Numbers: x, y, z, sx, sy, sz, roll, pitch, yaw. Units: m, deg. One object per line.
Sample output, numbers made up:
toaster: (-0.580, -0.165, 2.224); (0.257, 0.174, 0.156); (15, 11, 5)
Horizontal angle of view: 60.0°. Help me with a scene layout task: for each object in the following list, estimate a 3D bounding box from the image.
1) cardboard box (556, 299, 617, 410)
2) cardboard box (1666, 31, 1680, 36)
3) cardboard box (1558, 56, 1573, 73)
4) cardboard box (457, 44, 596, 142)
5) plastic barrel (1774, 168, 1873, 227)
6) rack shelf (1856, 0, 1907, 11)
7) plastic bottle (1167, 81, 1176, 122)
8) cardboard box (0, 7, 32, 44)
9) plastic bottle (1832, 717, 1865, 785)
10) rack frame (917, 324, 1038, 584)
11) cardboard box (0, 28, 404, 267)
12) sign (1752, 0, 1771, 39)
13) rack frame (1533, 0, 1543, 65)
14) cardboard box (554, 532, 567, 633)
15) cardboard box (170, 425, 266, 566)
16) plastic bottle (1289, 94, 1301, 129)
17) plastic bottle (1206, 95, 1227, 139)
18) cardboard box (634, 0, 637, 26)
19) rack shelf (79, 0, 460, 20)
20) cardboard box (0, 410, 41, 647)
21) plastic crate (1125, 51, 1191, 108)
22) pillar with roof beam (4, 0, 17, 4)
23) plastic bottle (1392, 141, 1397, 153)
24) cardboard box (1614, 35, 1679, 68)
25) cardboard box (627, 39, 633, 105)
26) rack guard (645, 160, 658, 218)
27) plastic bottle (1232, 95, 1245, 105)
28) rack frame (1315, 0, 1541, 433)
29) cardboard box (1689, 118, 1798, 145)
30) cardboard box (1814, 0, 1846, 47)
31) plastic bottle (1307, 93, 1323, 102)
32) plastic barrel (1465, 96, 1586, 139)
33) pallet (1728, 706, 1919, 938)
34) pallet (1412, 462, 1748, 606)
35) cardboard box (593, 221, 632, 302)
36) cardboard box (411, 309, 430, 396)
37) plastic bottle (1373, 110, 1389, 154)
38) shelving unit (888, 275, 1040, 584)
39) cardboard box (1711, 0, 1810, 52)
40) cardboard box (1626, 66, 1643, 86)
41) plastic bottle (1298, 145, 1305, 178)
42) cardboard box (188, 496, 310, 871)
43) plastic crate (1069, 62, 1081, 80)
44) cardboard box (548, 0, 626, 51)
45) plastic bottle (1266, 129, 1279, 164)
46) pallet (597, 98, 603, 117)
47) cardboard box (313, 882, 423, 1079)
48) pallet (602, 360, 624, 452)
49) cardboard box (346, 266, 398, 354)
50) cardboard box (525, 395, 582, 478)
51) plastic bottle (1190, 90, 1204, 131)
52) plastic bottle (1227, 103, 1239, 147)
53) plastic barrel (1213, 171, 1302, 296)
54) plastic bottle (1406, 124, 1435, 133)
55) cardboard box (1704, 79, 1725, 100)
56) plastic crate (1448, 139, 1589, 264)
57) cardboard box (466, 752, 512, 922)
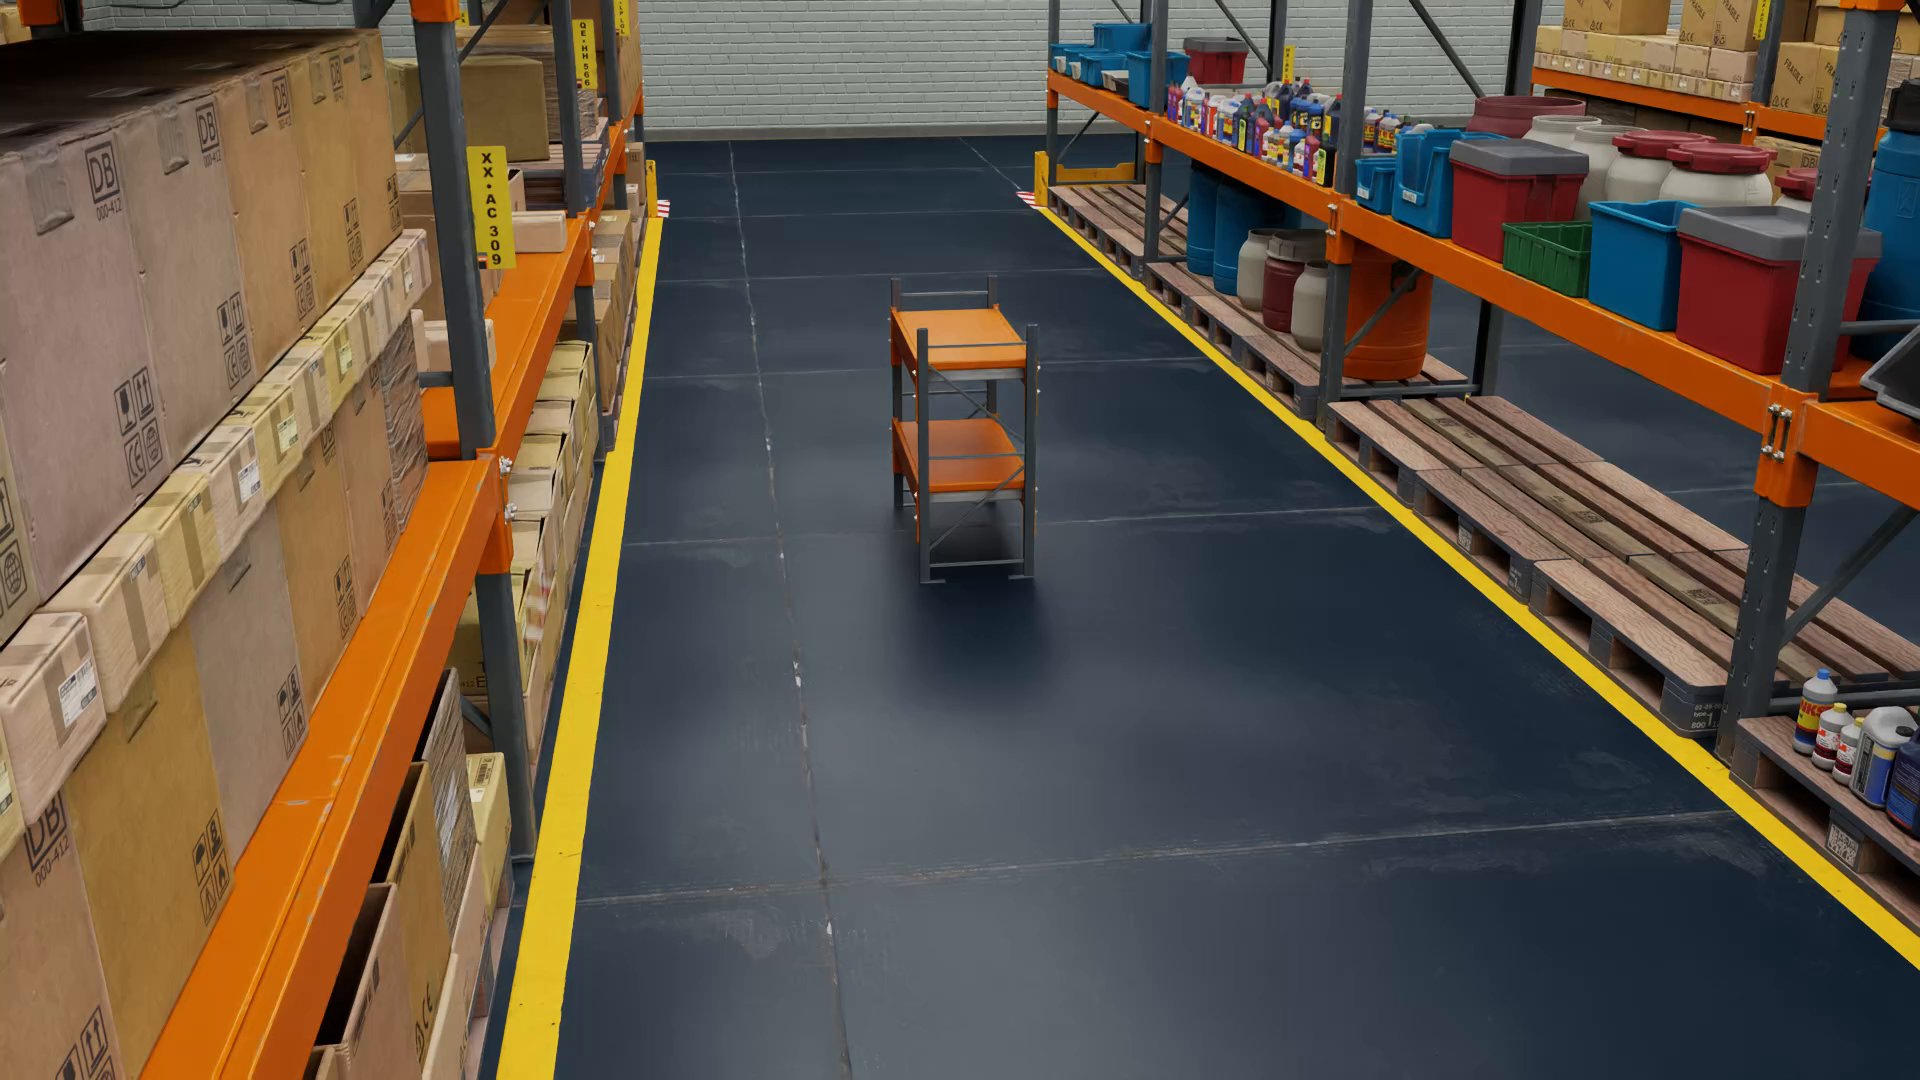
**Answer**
cardboard box: (-2.165, -1.011, 9.079); (0.500, 0.500, 0.500); (-2, 21, -5)
cardboard box: (6.747, -4.635, 15.627); (0.500, 0.250, 0.500); (-4, 21, -10)
cardboard box: (6.069, -4.637, 16.203); (0.380, 0.149, 0.250); (-3, 21, -9)
cardboard box: (-2.527, -2.586, 9.609); (0.700, 0.500, 0.500); (1, 20, 2)
plastic barrel: (3.176, -1.073, 6.108); (0.433, 0.535, 0.433); (0, 20, 0)
rack shelf: (3.385, -1.043, 2.962); (1.077, 0.370, 4.000); (-3, 21, -8)
plastic bottle: (1.574, -3.234, 12.254); (0.061, 0.283, 0.133); (-3, 21, -8)
cardboard box: (-8.237, -4.035, 13.805); (0.980, 0.700, 0.700); (-3, 21, -8)
plastic bottle: (2.738, 0.641, 5.085); (0.097, 0.201, 0.097); (0, 20, 0)
rack frame: (0.072, -0.353, 7.054); (0.500, 1.125, 0.032); (-3, 21, -8)
cardboard box: (-1.735, -0.920, 3.895); (0.700, 0.500, 0.500); (-3, 21, -7)
sign: (6.296, -4.101, 13.058); (0.100, 0.325, 0.005); (-3, 21, -8)
rack frame: (6.268, -5.072, 17.008); (1.000, 3.000, 0.127); (-3, 21, -8)
cardboard box: (-1.768, 0.164, 6.319); (0.500, 0.250, 0.500); (-4, 21, -9)
cardboard box: (-1.293, -0.063, 2.529); (0.380, 0.149, 0.250); (-3, 21, -7)
plastic bottle: (2.325, -2.943, 11.492); (0.097, 0.271, 0.097); (0, 20, 0)
plastic bottle: (1.767, -2.879, 11.314); (0.152, 0.276, 0.135); (-3, 21, -8)
cardboard box: (-3.125, -4.773, 14.638); (0.500, 0.500, 0.500); (-2, 21, -6)
rack shelf: (-2.093, -2.179, 6.005); (1.077, 0.370, 4.000); (-3, 21, -8)
cardboard box: (-1.372, -0.051, 1.568); (0.700, 0.500, 0.500); (-3, 21, -9)
plastic crate: (1.539, -3.602, 13.010); (0.392, 0.384, 0.575); (-3, 21, -8)
pillar with roof beam: (-5.422, -8.241, 16.919); (9.100, 9.000, 0.400); (-3, 21, -8)
plastic bottle: (2.590, -2.273, 9.798); (0.097, 0.201, 0.097); (0, 20, 0)
cardboard box: (6.301, -4.427, 15.071); (0.500, 0.250, 0.500); (-3, 21, -9)
cardboard box: (-2.909, -3.776, 13.396); (0.500, 0.500, 0.500); (-3, 21, -8)
rack guard: (-3.524, -3.376, 16.041); (1.175, 0.500, 0.348); (-3, 21, -8)
plastic bottle: (1.917, -2.886, 11.335); (0.152, 0.276, 0.135); (-3, 21, -8)
rack frame: (2.520, -2.052, 8.923); (1.000, 3.000, 0.127); (-3, 21, -8)
cardboard box: (6.829, -3.121, 14.221); (0.875, 0.875, 0.875); (-3, 21, -8)
cardboard box: (6.945, -3.983, 12.516); (0.797, 0.503, 0.637); (-3, 21, -9)
plastic bottle: (2.446, -2.958, 11.525); (0.152, 0.276, 0.135); (-3, 21, -8)
plastic barrel: (2.887, -1.970, 8.510); (0.600, 0.536, 0.708); (-3, 21, -8)
pallet: (3.153, 0.874, 5.075); (1.003, 0.211, 1.213); (-3, 21, -8)
pallet: (2.766, -0.054, 7.559); (1.003, 0.211, 1.213); (-3, 21, -8)
cardboard box: (-2.541, -1.896, 11.448); (0.500, 0.500, 0.500); (-3, 21, -8)
cardboard box: (-1.919, -0.517, 5.026); (0.500, 0.250, 0.500); (-2, 21, -4)
plastic bottle: (2.656, -2.566, 10.466); (0.061, 0.283, 0.133); (-3, 21, -8)
shelving unit: (-0.001, -0.529, 7.526); (0.538, 1.125, 1.048); (-3, 21, -8)
cardboard box: (6.514, -4.253, 13.533); (0.500, 0.500, 0.500); (-2, 21, -6)
cardboard box: (6.256, -4.191, 15.010); (0.380, 0.149, 0.250); (-3, 21, -7)
plastic bottle: (2.008, -2.198, 9.599); (0.097, 0.201, 0.097); (0, 20, 0)
cardboard box: (-1.509, 0.221, 2.693); (0.700, 0.500, 0.500); (-2, 21, -6)
plastic crate: (1.139, -4.274, 15.164); (0.250, 0.136, 0.298); (-3, 21, -8)
cardboard box: (-2.748, -3.881, 12.248); (0.500, 0.500, 0.500); (-2, 21, -6)
plastic bottle: (1.924, -2.400, 10.140); (0.097, 0.201, 0.097); (0, 20, 0)
pallet: (-2.951, -2.816, 11.244); (1.003, 0.211, 1.213); (-3, 21, -8)
cardboard box: (-1.299, 0.990, 3.036); (0.500, 0.500, 0.500); (-3, 21, -8)
pallet: (-2.452, -0.758, 9.443); (1.003, 0.211, 1.213); (-3, 21, -8)
cardboard box: (-1.480, -0.510, 3.724); (0.380, 0.149, 0.250); (-4, 21, -9)
cardboard box: (-1.911, -0.451, 7.166); (0.500, 0.311, 0.500); (-3, 21, -8)
plastic bottle: (1.676, -3.029, 11.723); (0.097, 0.271, 0.097); (0, 20, 0)
plastic bottle: (1.804, -2.721, 10.898); (0.097, 0.271, 0.097); (0, 20, 0)
plastic barrel: (2.107, -2.216, 11.762); (0.600, 0.901, 0.708); (-3, 21, -8)
plastic bottle: (2.711, -2.320, 9.819); (0.152, 0.276, 0.135); (-3, 21, -8)
cardboard box: (6.439, -3.747, 13.822); (0.380, 0.149, 0.250); (-3, 21, -7)
plastic crate: (2.451, -1.507, 7.373); (0.402, 0.464, 0.583); (-3, 21, -8)
cardboard box: (-1.522, 0.822, 4.557); (0.500, 0.250, 0.500); (-3, 21, -8)
